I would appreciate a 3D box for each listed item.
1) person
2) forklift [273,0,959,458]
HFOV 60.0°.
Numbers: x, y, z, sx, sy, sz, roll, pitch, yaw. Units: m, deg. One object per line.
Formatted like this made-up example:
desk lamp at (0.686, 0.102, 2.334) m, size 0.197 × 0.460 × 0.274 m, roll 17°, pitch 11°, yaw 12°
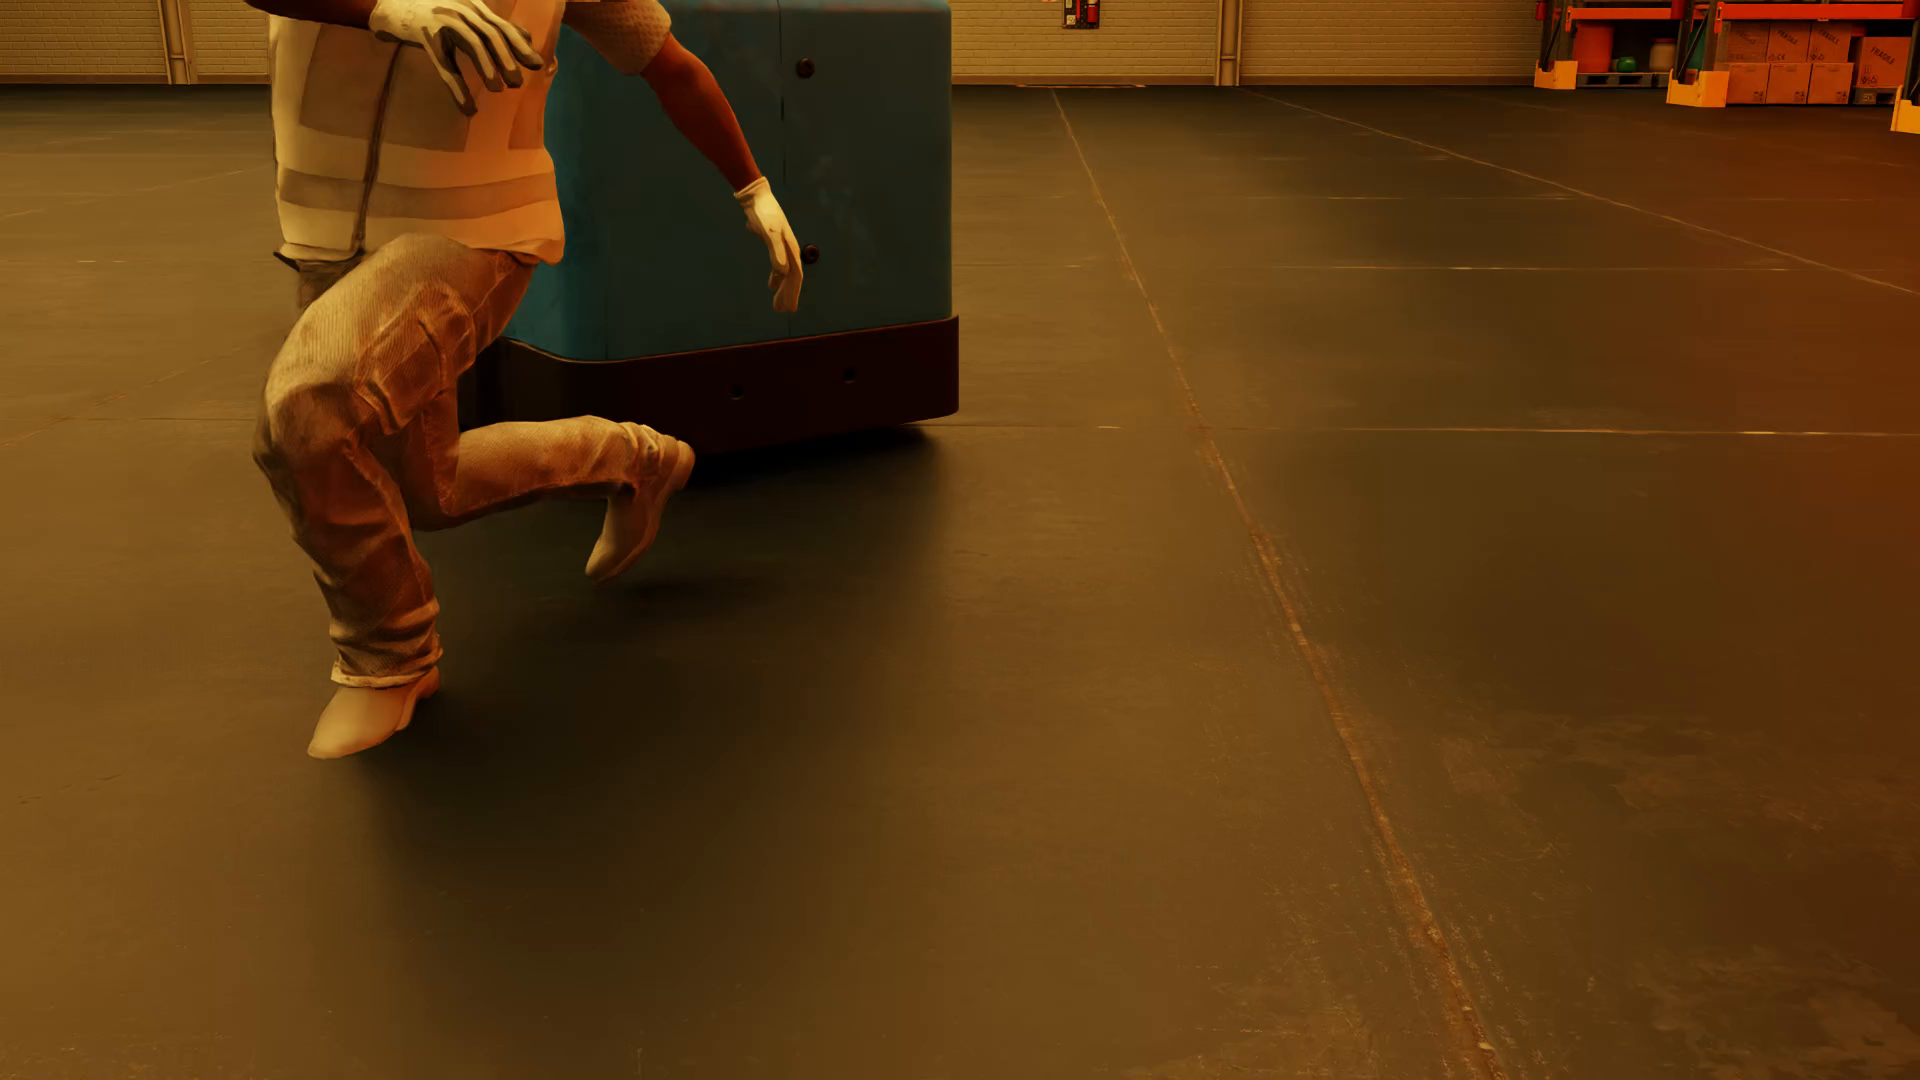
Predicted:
person at (-0.679, -0.505, 2.523) m, size 0.697 × 1.543 × 0.939 m, roll 5°, pitch 18°, yaw 16°
forklift at (-1.284, -1.921, 4.615) m, size 1.130 × 2.935 × 3.031 m, roll -12°, pitch 21°, yaw -35°
